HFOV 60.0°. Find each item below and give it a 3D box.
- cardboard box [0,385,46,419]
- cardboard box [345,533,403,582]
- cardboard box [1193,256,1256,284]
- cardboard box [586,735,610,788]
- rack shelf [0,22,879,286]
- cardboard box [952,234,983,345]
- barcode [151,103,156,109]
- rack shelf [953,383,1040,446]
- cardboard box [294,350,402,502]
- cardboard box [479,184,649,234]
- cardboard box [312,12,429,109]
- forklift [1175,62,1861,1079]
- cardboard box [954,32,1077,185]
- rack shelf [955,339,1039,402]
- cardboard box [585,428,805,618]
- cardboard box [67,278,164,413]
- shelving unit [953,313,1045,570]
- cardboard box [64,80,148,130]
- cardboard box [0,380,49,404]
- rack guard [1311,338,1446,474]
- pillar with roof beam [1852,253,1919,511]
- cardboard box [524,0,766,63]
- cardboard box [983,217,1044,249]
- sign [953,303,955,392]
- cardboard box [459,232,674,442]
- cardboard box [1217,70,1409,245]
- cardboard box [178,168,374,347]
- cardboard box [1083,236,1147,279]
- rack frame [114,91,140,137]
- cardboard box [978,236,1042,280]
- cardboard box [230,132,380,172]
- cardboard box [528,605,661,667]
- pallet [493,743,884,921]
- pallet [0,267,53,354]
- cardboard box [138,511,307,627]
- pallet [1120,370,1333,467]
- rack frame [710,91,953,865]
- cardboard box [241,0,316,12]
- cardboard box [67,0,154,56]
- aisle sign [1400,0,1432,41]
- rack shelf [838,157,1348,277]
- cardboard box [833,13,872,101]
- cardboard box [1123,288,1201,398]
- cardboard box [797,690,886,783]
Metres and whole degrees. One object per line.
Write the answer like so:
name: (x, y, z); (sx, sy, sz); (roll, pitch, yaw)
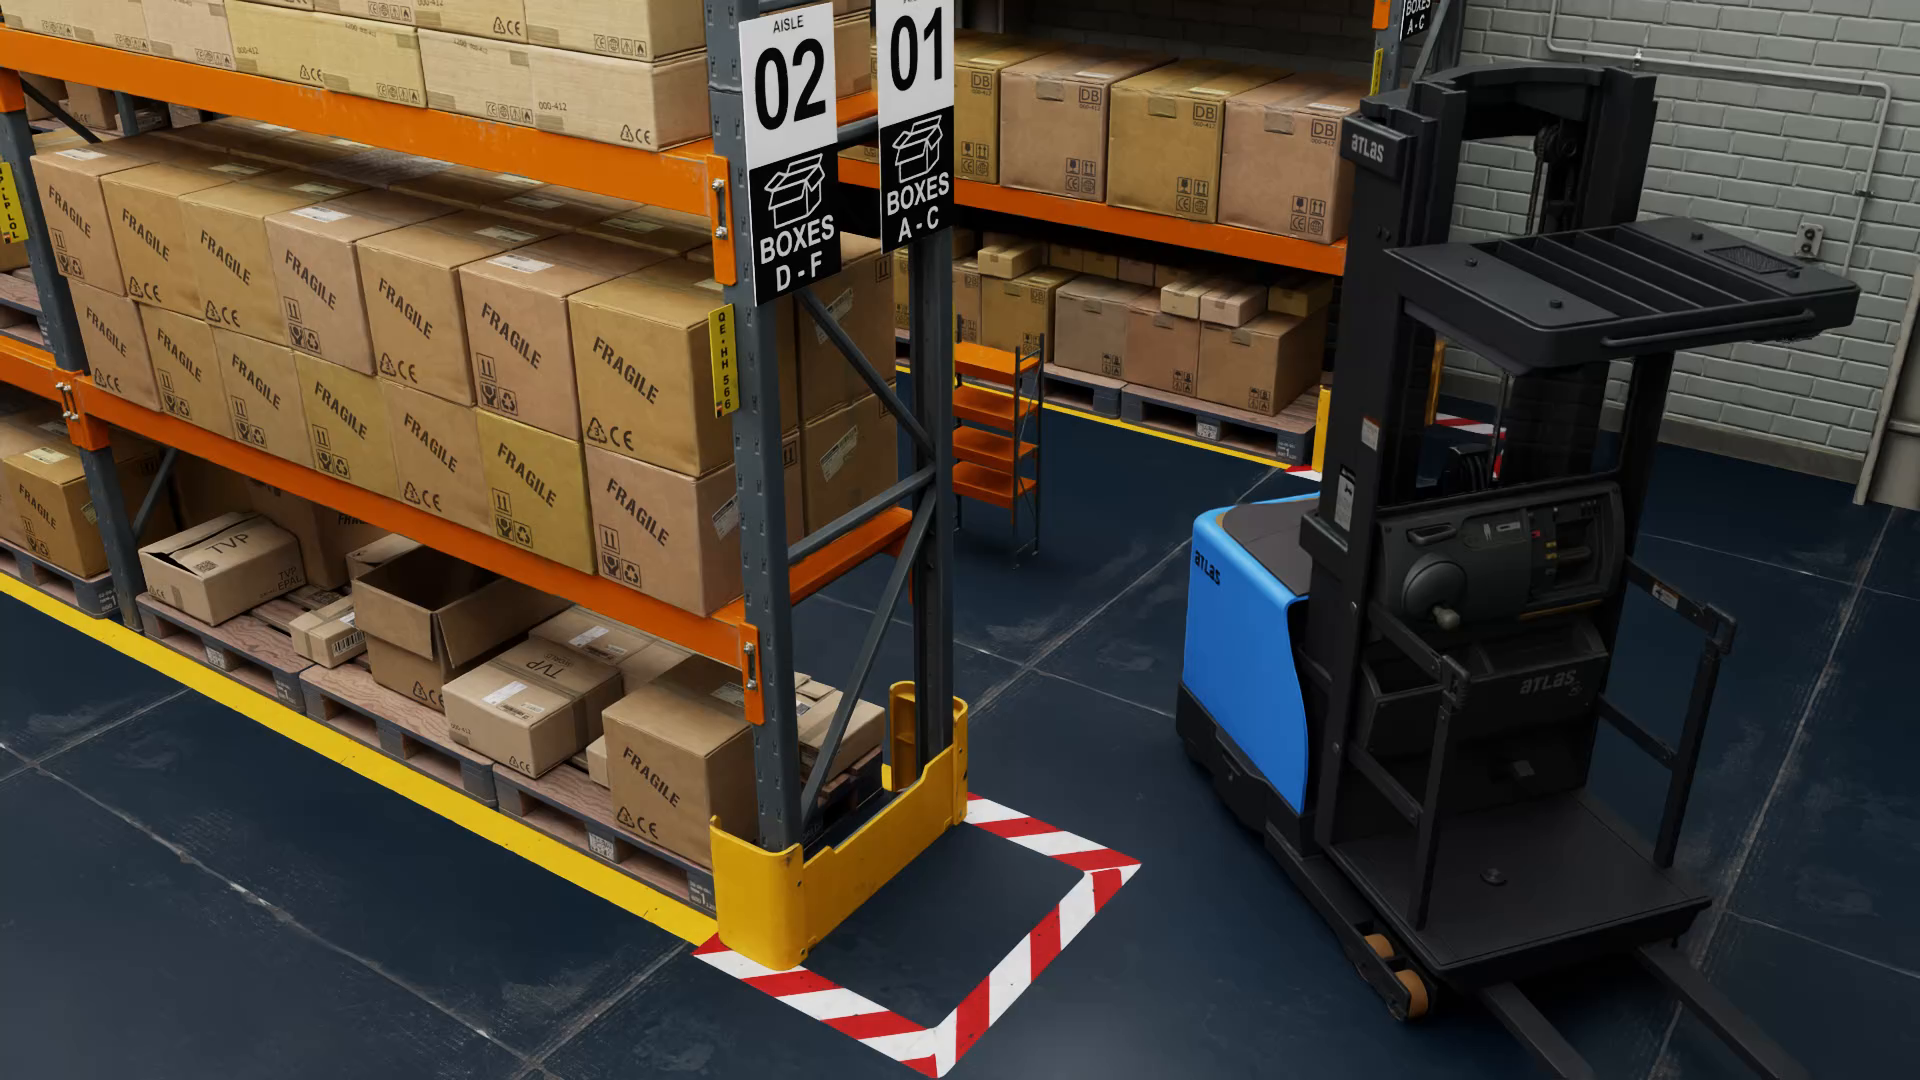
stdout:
cardboard box: (-5.037, -0.453, 8.604); (0.500, 0.500, 0.500); (18, 32, 31)
cardboard box: (-2.679, 0.096, 7.912); (0.250, 0.149, 0.380); (17, 32, 30)
cardboard box: (1.611, -1.595, 10.155); (0.250, 0.149, 0.380); (17, 32, 30)
cardboard box: (-1.226, 0.816, 6.478); (0.250, 0.166, 0.380); (17, 32, 30)
rack shelf: (-2.004, -1.595, 6.063); (4.000, 0.370, 1.077); (17, 32, 30)
cardboard box: (0.120, -1.658, 10.993); (0.500, 0.500, 0.700); (17, 32, 30)
barcode: (-7.976, -4.287, 16.447); (0.075, 0.075, 0.001); (17, 32, 30)
rack shelf: (0.136, -0.632, 8.323); (0.480, 0.148, 0.258); (17, 32, 30)
cardboard box: (-2.131, -0.515, 6.344); (0.500, 0.500, 0.500); (17, 31, 30)
cardboard box: (-1.416, -1.030, 6.253); (0.500, 0.500, 0.500); (18, 32, 31)
cardboard box: (-1.753, -1.625, 5.493); (0.500, 0.250, 0.500); (17, 32, 30)
forklift: (1.875, 0.095, 5.332); (1.130, 2.935, 3.031); (-9, 28, -17)
cardboard box: (0.186, -2.744, 10.504); (0.700, 0.700, 0.980); (16, 31, 29)
rack shelf: (0.136, -0.842, 8.216); (0.480, 0.148, 0.258); (17, 32, 30)
cardboard box: (-0.878, -0.123, 5.574); (0.500, 0.500, 0.500); (18, 32, 32)
cardboard box: (-3.386, -0.904, 7.109); (0.500, 0.500, 0.500); (18, 32, 32)
shelving unit: (0.136, -0.492, 8.394); (0.503, 1.200, 0.258); (17, 32, 30)
cardboard box: (-8.323, -4.333, 16.228); (0.500, 0.500, 0.500); (15, 30, 27)
cardboard box: (-4.767, -0.654, 8.998); (0.500, 0.500, 0.500); (18, 32, 31)
rack guard: (2.466, -0.798, 9.767); (0.348, 0.500, 1.175); (17, 32, 30)
pillar with roof beam: (2.724, -2.612, 3.962); (0.400, 9.000, 9.100); (17, 32, 30)
cardboard box: (-0.923, -1.595, 4.883); (0.500, 0.250, 0.500); (17, 32, 30)
cardboard box: (0.354, -1.987, 10.924); (0.250, 0.149, 0.380); (16, 31, 29)
sign: (-0.048, -0.654, 5.773); (0.005, 0.325, 0.100); (17, 32, 30)
cardboard box: (-1.294, -0.696, 5.598); (0.500, 0.500, 0.500); (18, 32, 32)
cardboard box: (2.020, -2.179, 9.394); (0.700, 0.700, 0.980); (19, 33, 33)
cardboard box: (-2.574, -1.092, 6.376); (0.500, 0.500, 0.500); (16, 31, 29)
cardboard box: (0.983, -1.790, 10.538); (0.250, 0.149, 0.380); (18, 32, 31)
rack frame: (-7.445, -5.000, 15.267); (0.127, 3.000, 1.000); (17, 32, 30)
cardboard box: (0.317, -1.787, 10.532); (0.250, 0.149, 0.380); (16, 31, 29)
cardboard box: (-2.665, -1.419, 7.018); (0.500, 0.500, 0.500); (17, 31, 29)
cardboard box: (-1.467, 0.462, 7.082); (0.500, 0.250, 0.500); (17, 32, 30)
pallet: (-1.075, 0.954, 6.643); (1.213, 0.211, 1.003); (17, 32, 30)
pallet: (-4.249, -1.253, 8.116); (1.213, 0.211, 1.003); (17, 32, 30)
cardboard box: (-3.429, 0.099, 7.729); (0.500, 0.311, 0.500); (17, 32, 30)
pallet: (1.743, -0.851, 10.190); (1.213, 0.211, 1.003); (17, 32, 30)
rack frame: (-0.355, -0.065, 5.571); (0.127, 3.000, 1.000); (17, 32, 30)
cardboard box: (-2.161, -1.979, 5.638); (0.500, 0.250, 0.500); (17, 32, 30)
cardboard box: (-2.982, -2.015, 6.260); (0.500, 0.250, 0.500); (17, 32, 30)
aisle sign: (2.336, -2.946, 8.366); (0.004, 0.787, 0.394); (17, 32, 30)
rack shelf: (0.798, -2.111, 10.384); (4.000, 0.370, 1.077); (17, 32, 30)
cardboard box: (-0.635, -1.562, 5.371); (0.500, 0.250, 0.500); (17, 32, 30)
cardboard box: (1.400, -1.262, 10.216); (0.500, 0.500, 0.700); (17, 32, 30)
cardboard box: (-0.506, 0.773, 6.581); (0.250, 0.149, 0.380); (17, 32, 30)
